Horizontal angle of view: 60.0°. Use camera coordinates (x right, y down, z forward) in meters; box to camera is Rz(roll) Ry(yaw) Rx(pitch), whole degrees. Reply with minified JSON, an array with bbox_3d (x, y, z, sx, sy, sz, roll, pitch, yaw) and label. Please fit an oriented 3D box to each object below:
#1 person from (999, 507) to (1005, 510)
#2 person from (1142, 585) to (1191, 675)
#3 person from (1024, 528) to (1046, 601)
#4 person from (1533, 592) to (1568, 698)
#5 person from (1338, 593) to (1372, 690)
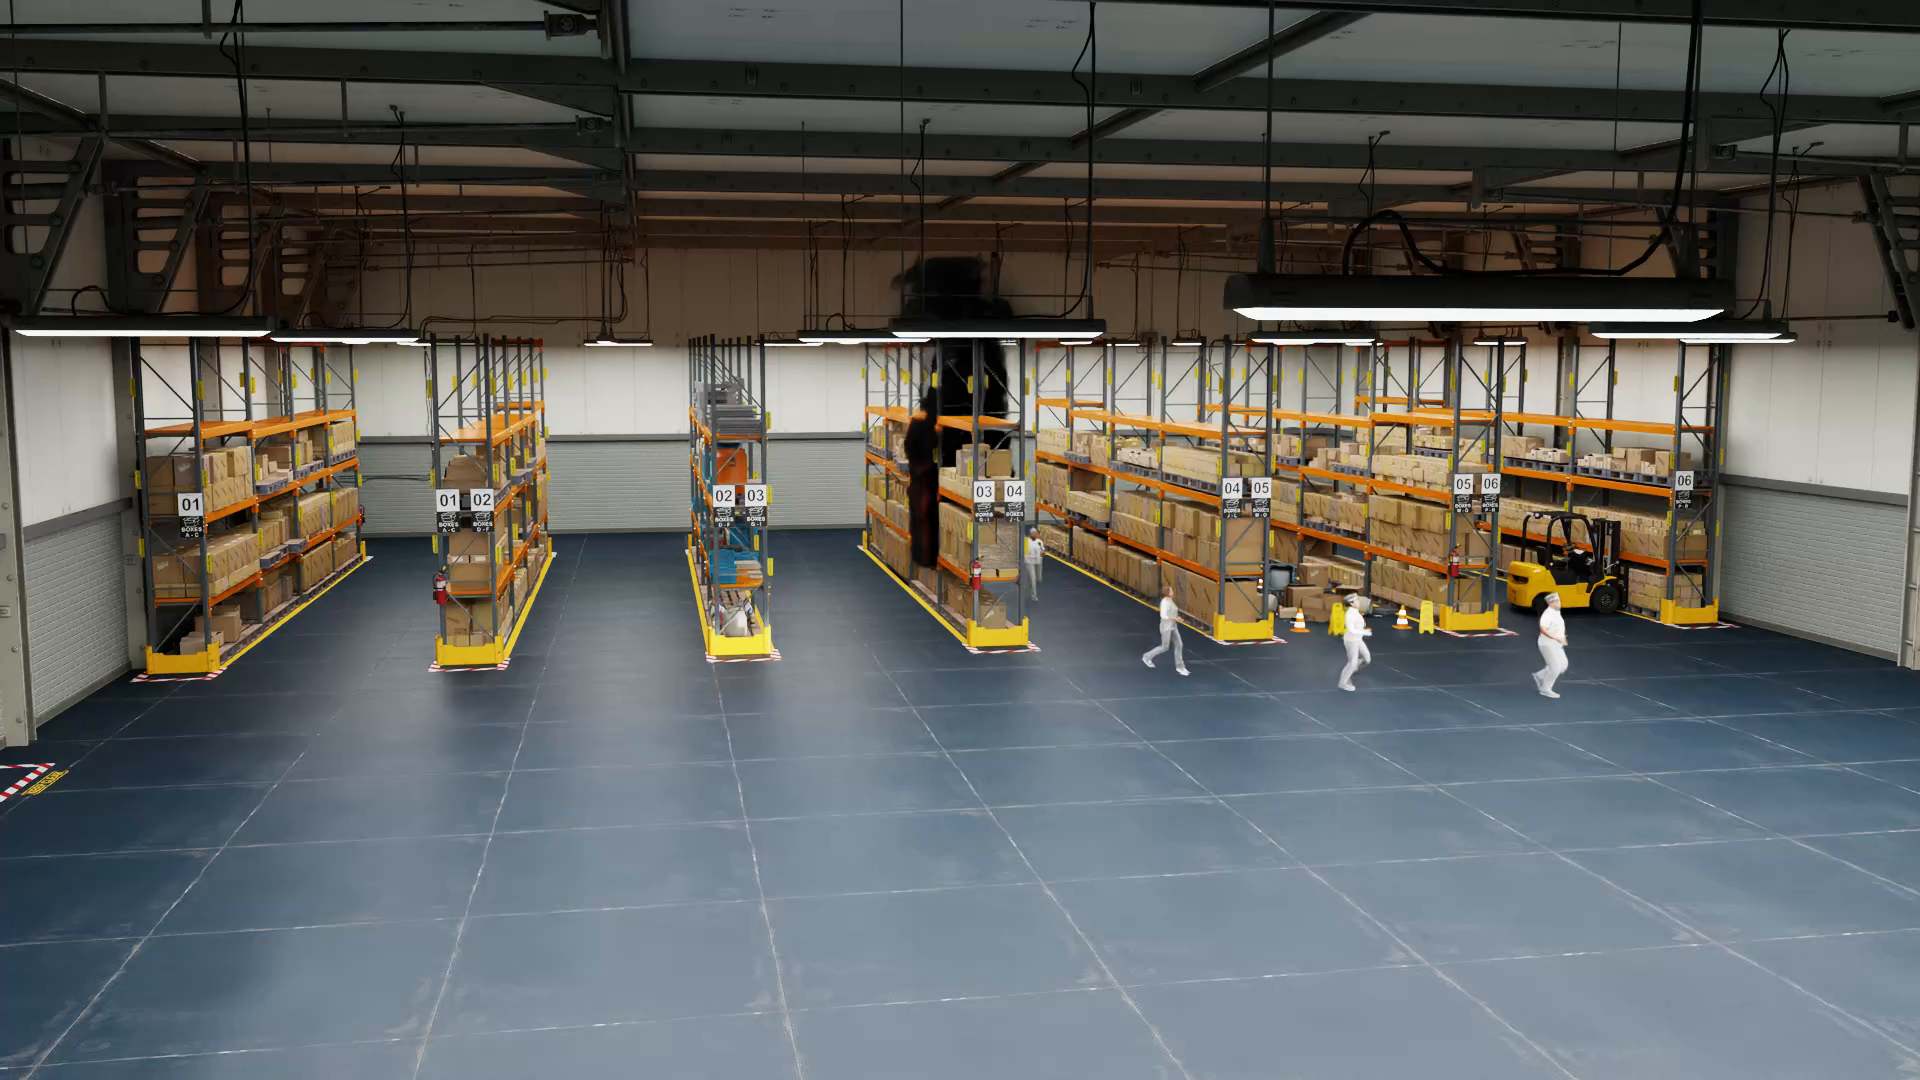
[{"bbox_3d":[1.123,-0.557,47.298,0.693,1.767,0.819,0,7,-1],"label":"person"},{"bbox_3d":[3.664,1.578,29.377,0.884,1.594,0.553,3,7,26],"label":"person"},{"bbox_3d":[1.672,0.542,38.147,0.620,1.635,0.843,-2,7,-18],"label":"person"},{"bbox_3d":[9.749,1.720,27.446,0.594,1.750,0.669,4,8,34],"label":"person"},{"bbox_3d":[6.659,1.698,27.953,0.569,1.660,0.597,4,7,28],"label":"person"}]
